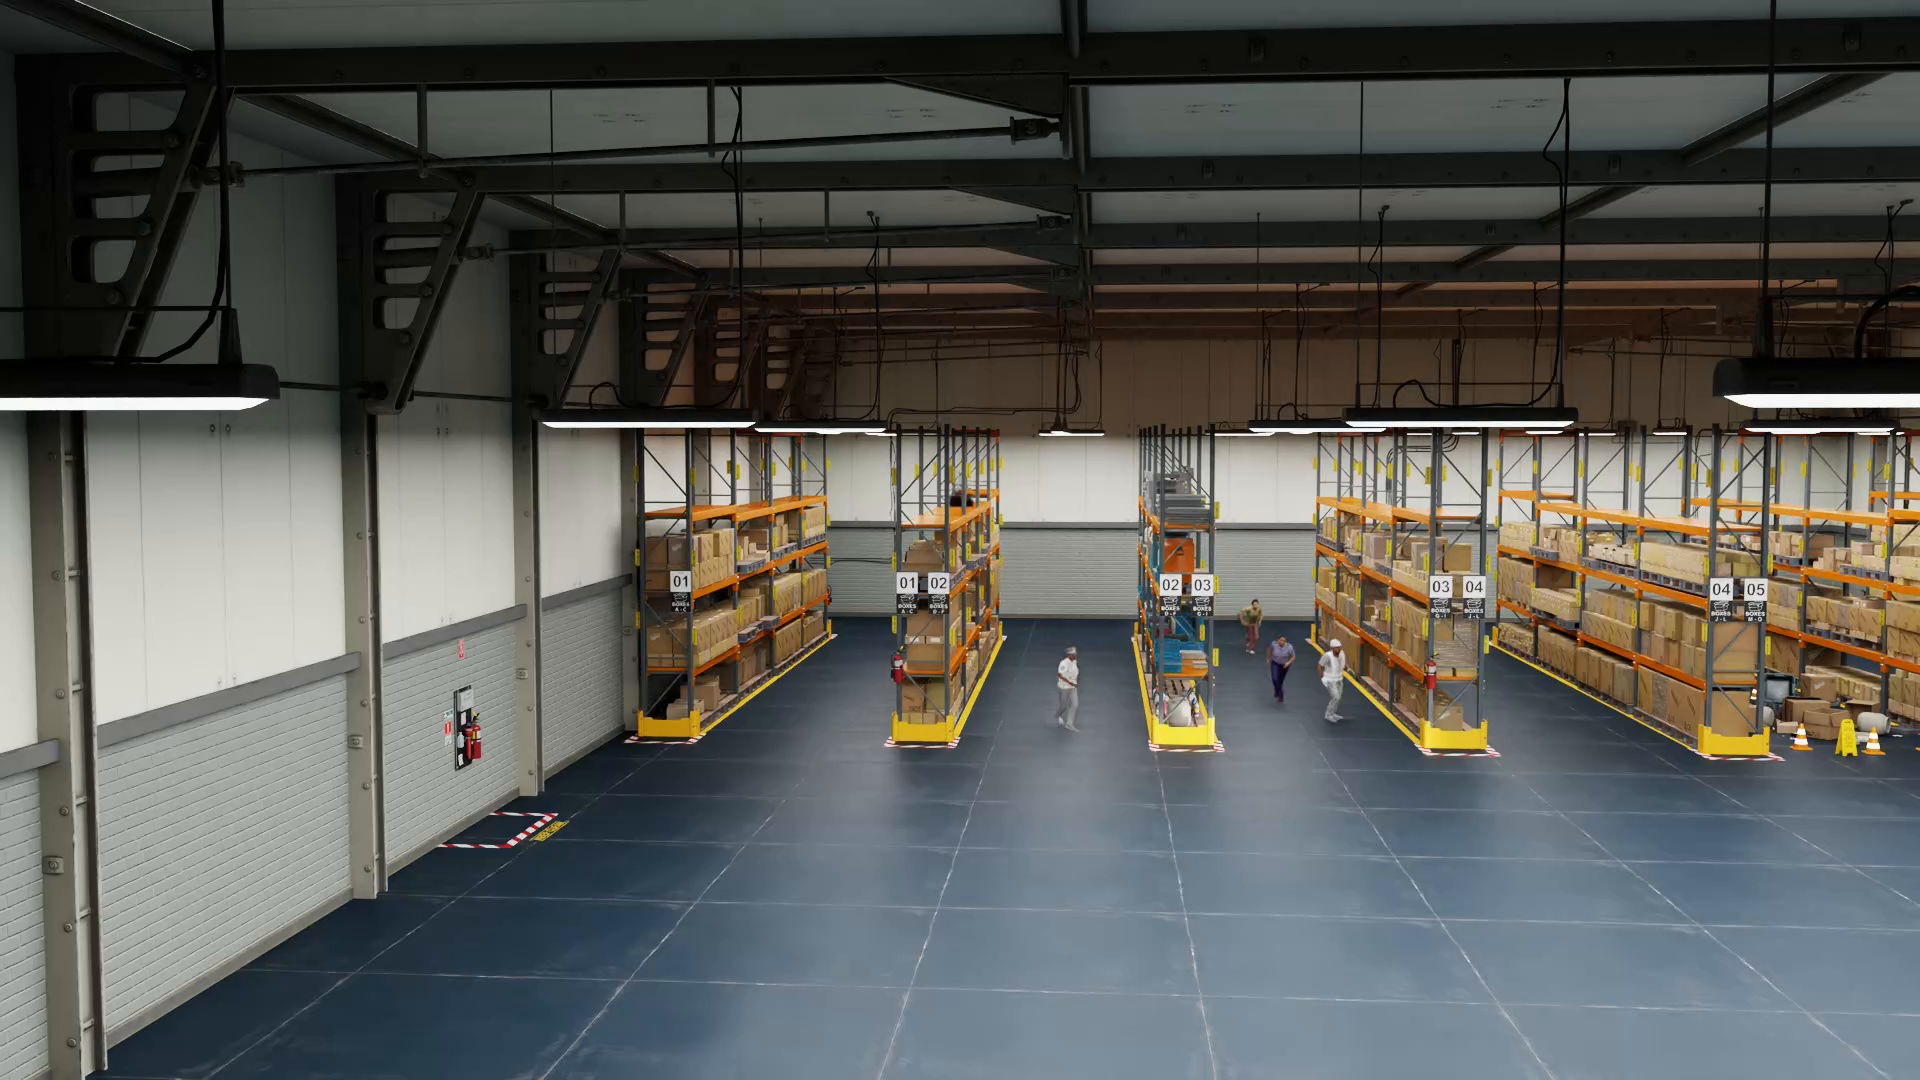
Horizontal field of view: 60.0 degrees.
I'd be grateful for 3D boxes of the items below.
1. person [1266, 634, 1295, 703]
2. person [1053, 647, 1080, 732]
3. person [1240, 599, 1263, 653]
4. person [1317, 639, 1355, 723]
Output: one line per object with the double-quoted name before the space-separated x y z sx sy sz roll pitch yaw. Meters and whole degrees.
"person" 6.997 2.758 36.311 0.609 1.505 0.975 0 4 8
"person" 2.051 2.908 32.760 0.552 1.665 0.787 -2 4 -35
"person" 7.753 2.292 44.386 0.598 1.492 0.812 -1 4 -9
"person" 7.598 2.846 33.648 0.705 1.717 0.751 -2 4 -35
